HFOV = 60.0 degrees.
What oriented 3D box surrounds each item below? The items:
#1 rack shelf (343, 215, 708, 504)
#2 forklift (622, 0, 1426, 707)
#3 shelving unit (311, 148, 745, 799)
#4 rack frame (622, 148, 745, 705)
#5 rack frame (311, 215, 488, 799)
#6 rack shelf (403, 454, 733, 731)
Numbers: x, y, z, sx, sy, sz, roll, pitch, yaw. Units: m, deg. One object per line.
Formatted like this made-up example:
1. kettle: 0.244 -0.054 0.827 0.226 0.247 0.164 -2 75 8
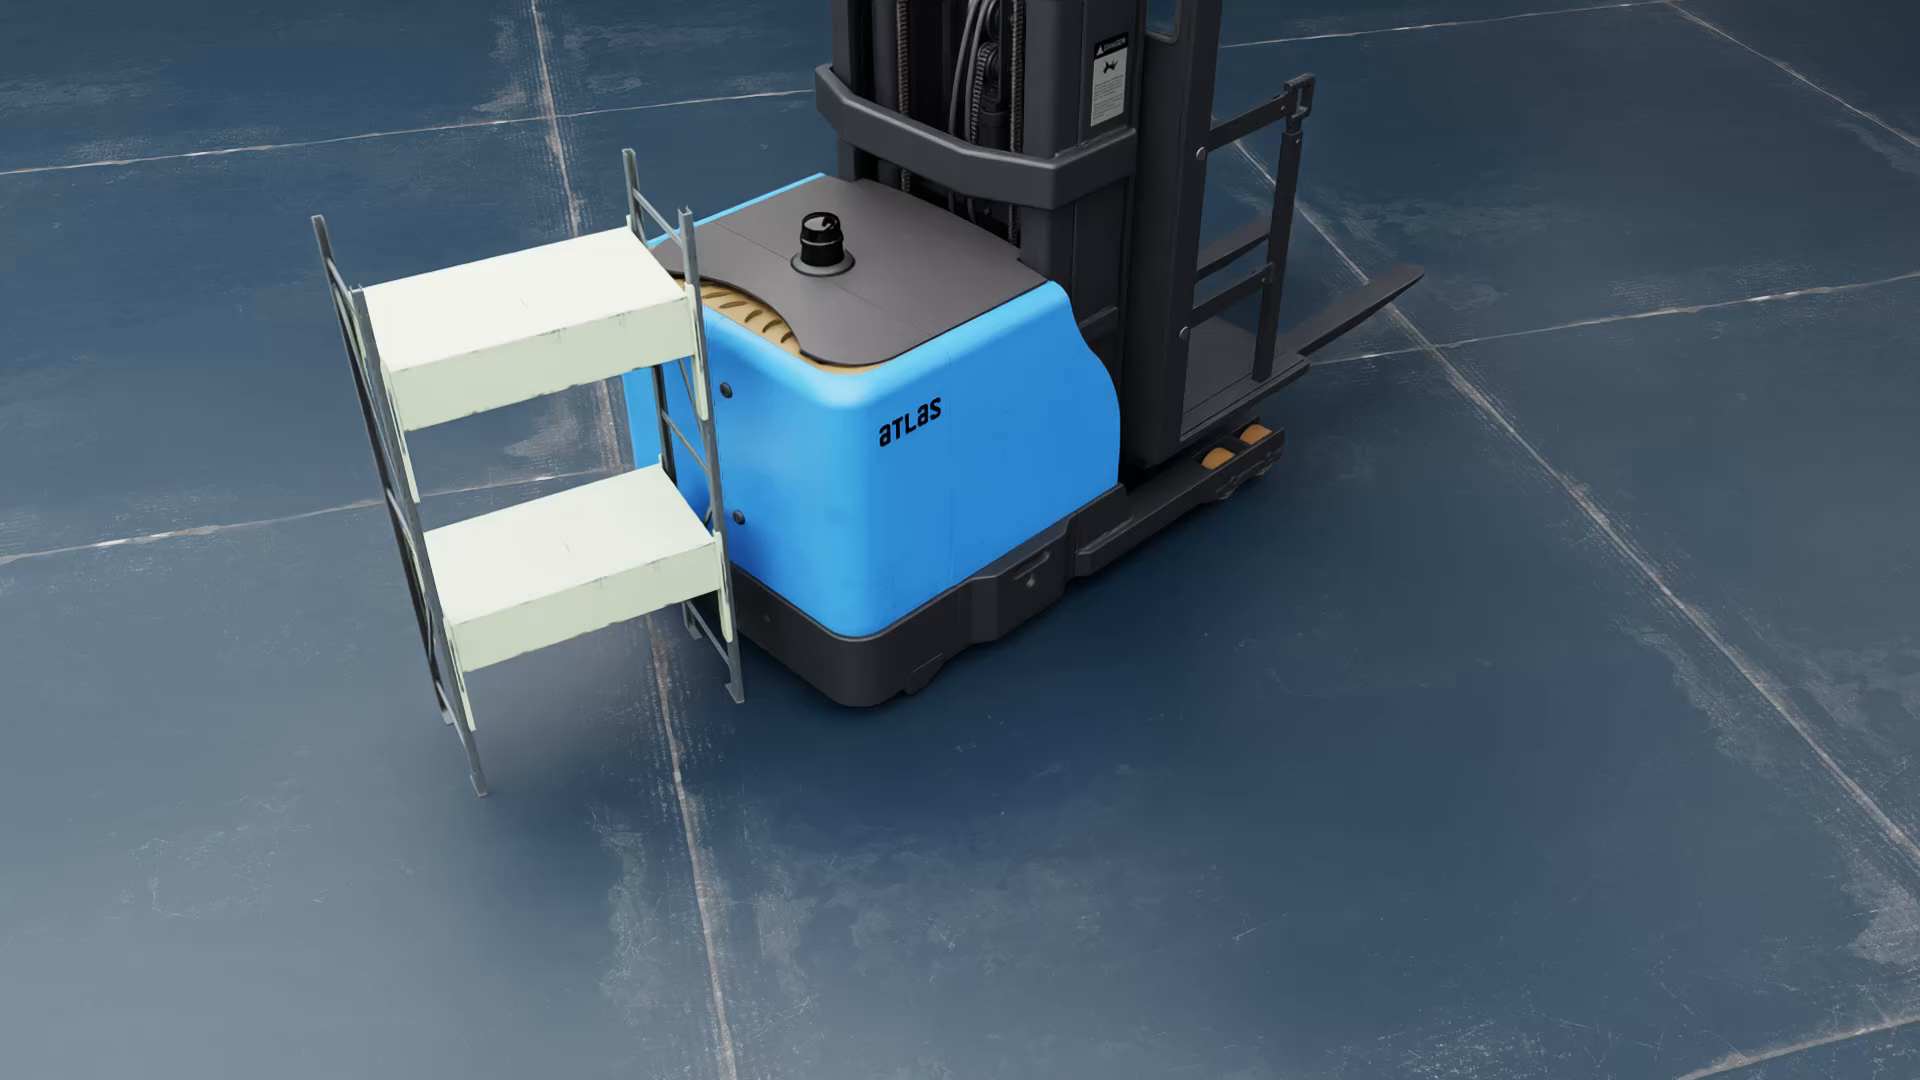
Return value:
1. rack shelf: -1.029 -0.445 3.955 0.720 0.370 0.431 -19 41 -23
2. forklift: 0.431 -1.497 4.795 3.031 2.935 1.130 -31 47 -34
3. shelving unit: -1.029 -0.135 4.192 0.755 1.500 0.431 -19 41 -23
4. rack frame: -0.709 -0.243 4.333 0.023 1.500 0.400 -19 41 -23
5. rack frame: -1.348 -0.026 4.050 0.023 1.500 0.400 -19 41 -23
6. rack shelf: -1.029 0.124 4.390 0.720 0.370 0.431 -19 41 -23
